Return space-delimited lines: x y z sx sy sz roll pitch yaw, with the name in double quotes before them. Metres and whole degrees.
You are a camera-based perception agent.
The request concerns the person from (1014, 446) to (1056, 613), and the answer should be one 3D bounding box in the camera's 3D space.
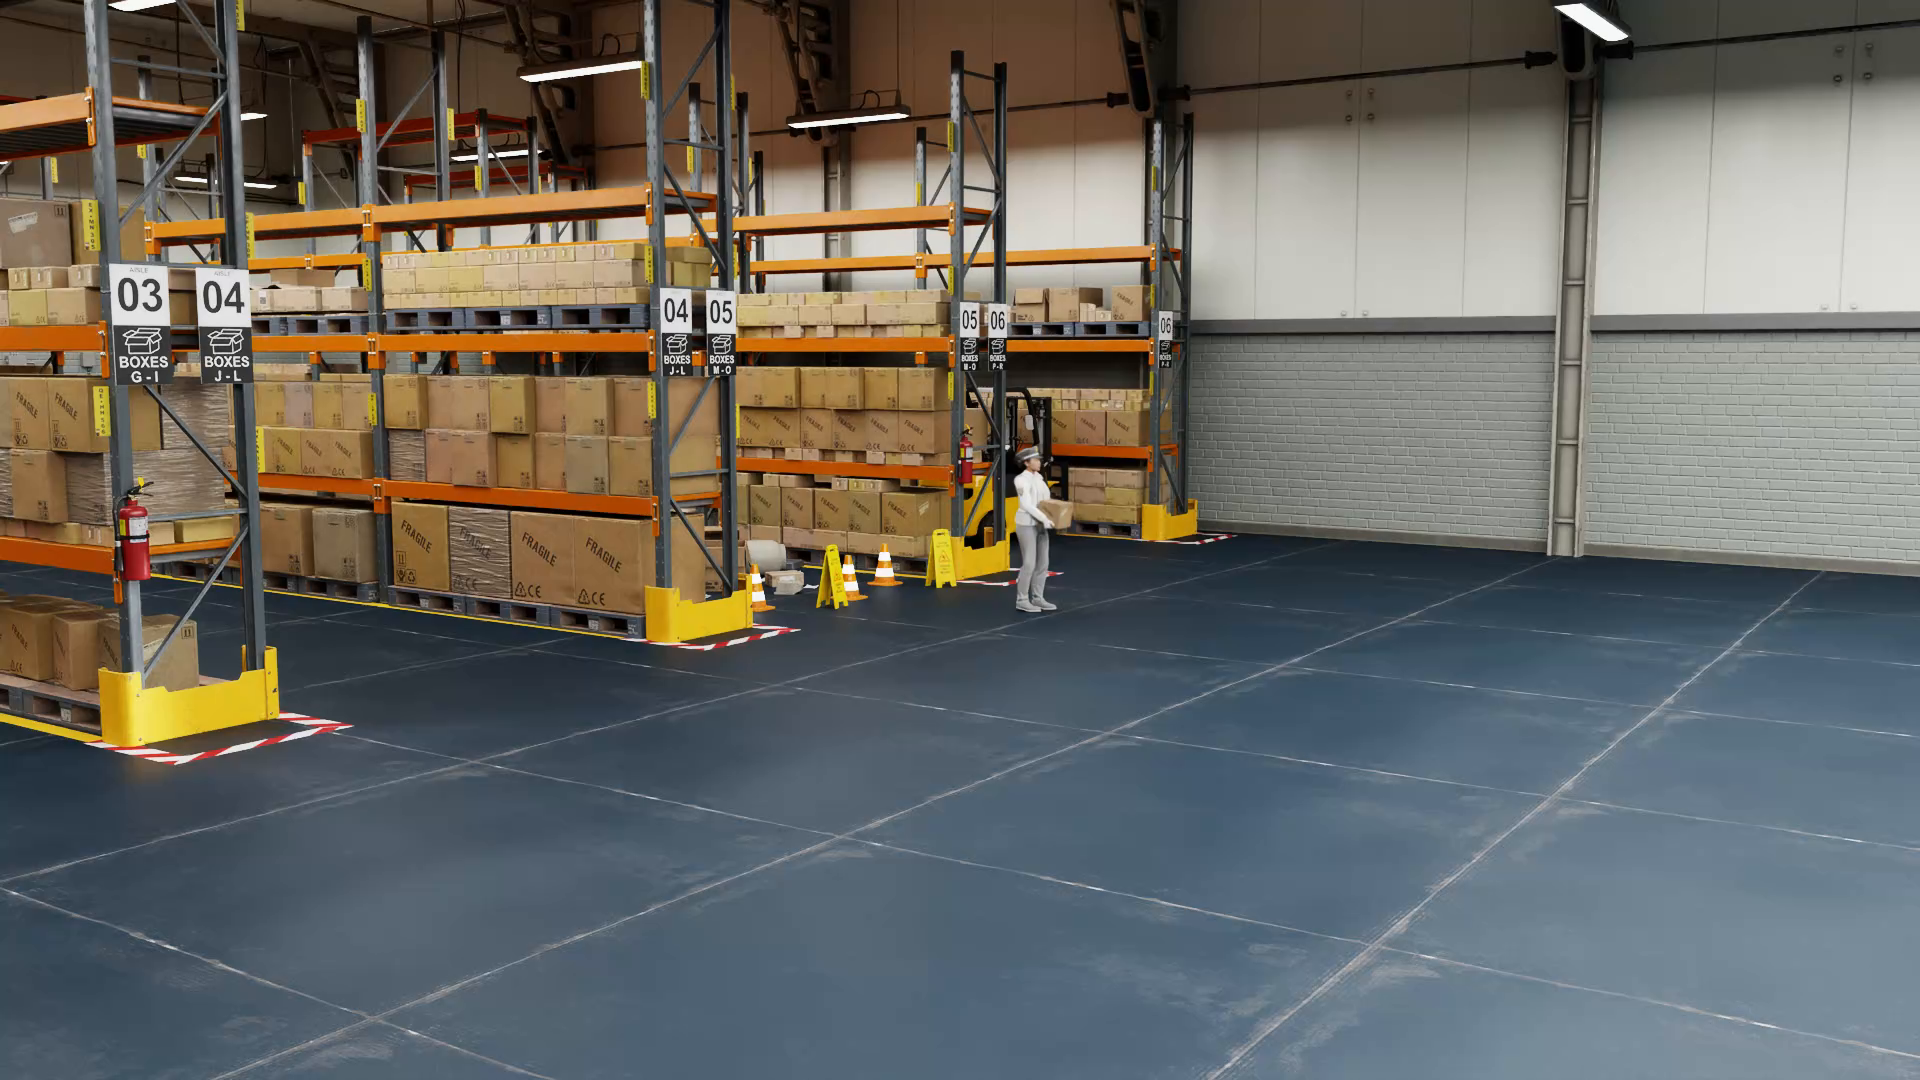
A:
"person" 0.802 -0.116 16.946 0.536 1.690 0.460 4 8 34
